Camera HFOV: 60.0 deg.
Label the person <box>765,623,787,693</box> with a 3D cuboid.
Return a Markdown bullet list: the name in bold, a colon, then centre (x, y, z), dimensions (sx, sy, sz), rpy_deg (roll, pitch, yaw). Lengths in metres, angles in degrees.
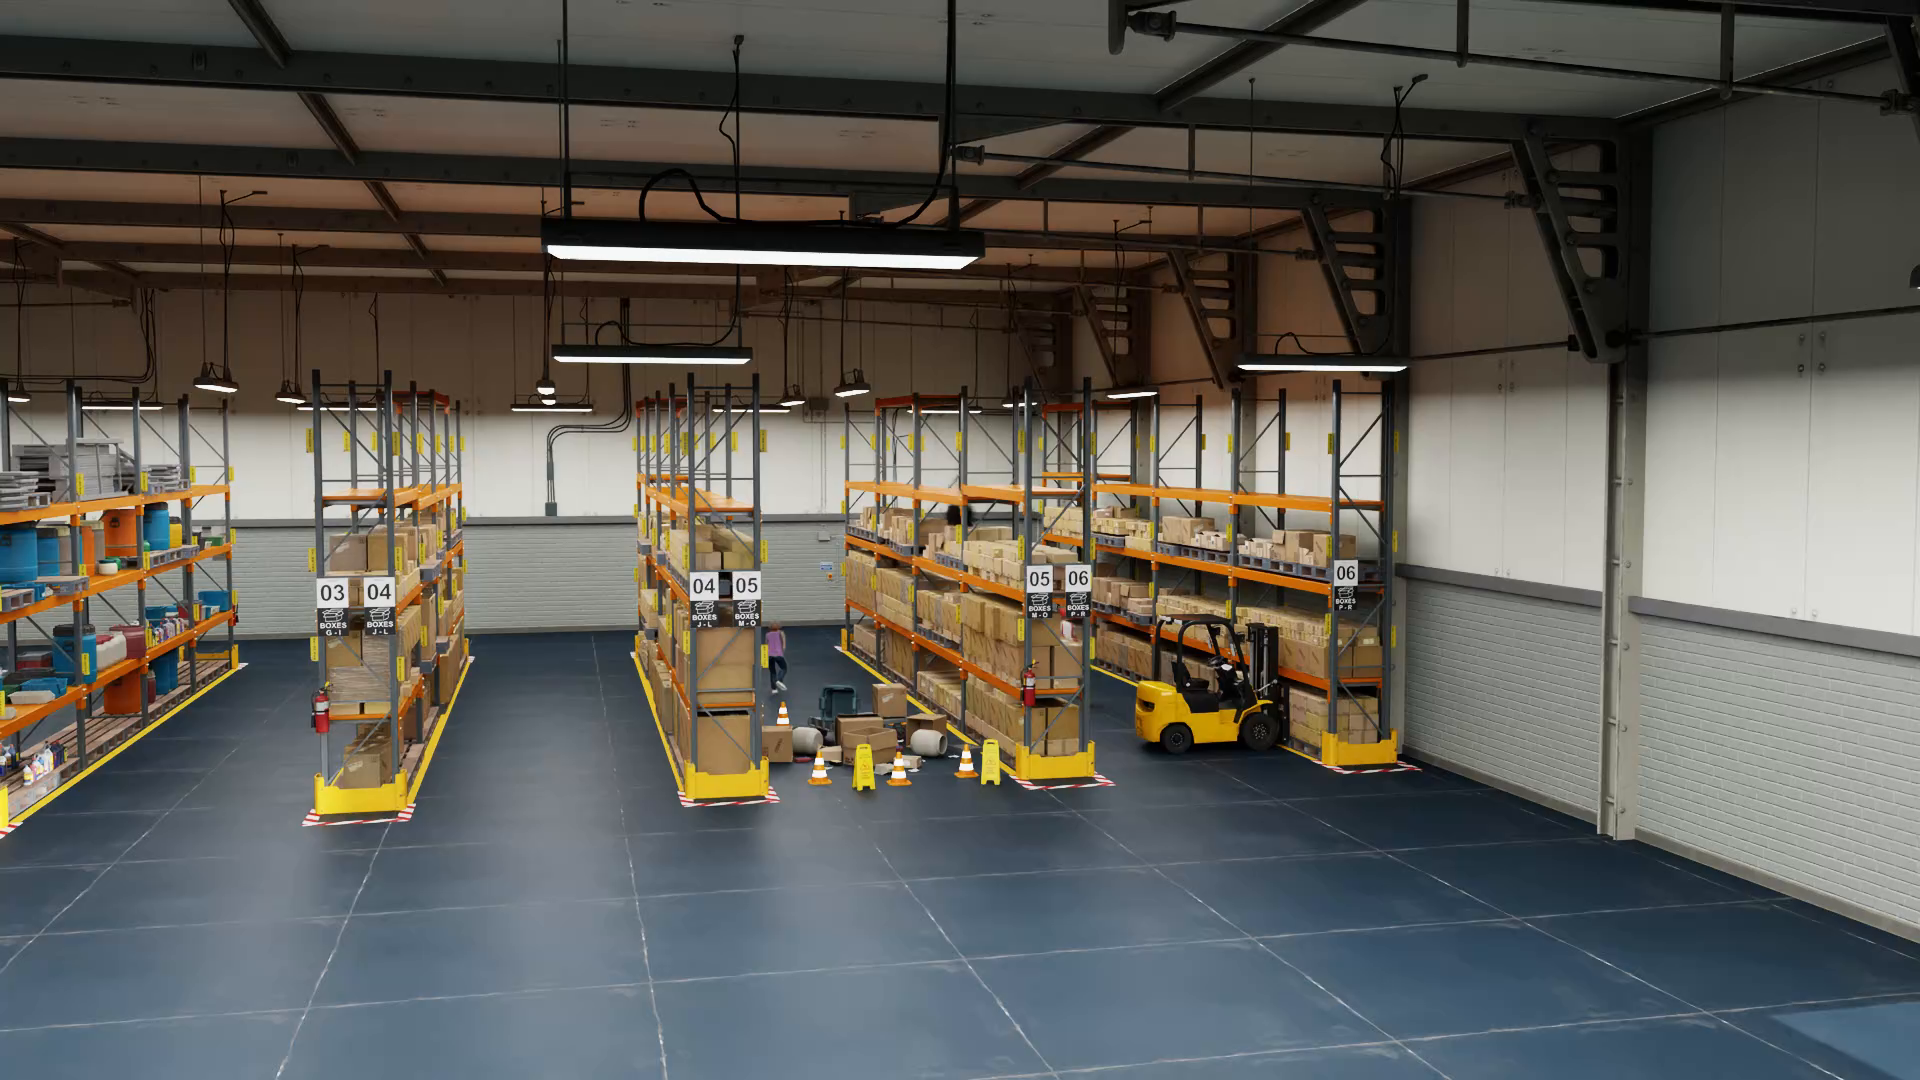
- **person**: centre (-3.719, 2.377, 33.592), dimensions (0.557, 1.350, 0.906), rpy_deg (0, 3, 7)

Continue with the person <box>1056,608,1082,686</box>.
- **person**: centre (2.106, 2.233, 32.814), dimensions (0.676, 1.754, 0.938), rpy_deg (-2, 4, -30)
